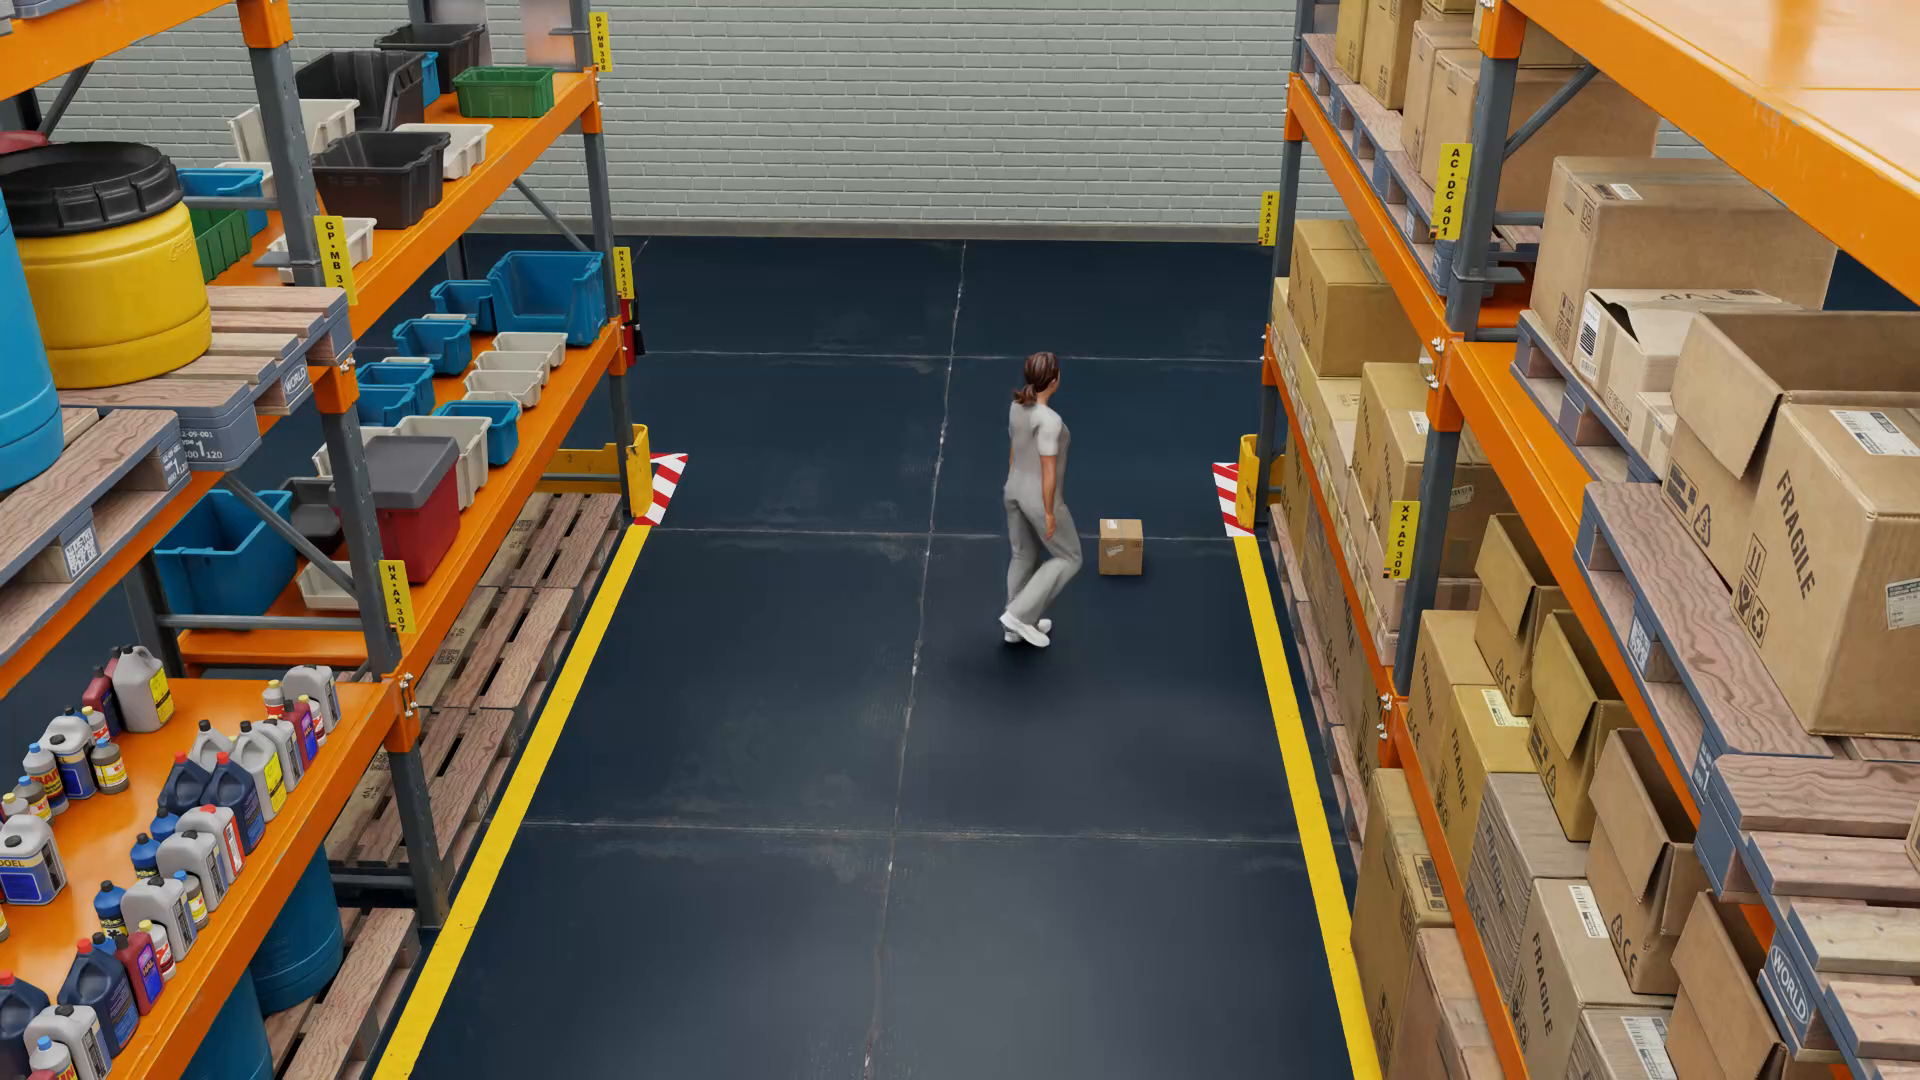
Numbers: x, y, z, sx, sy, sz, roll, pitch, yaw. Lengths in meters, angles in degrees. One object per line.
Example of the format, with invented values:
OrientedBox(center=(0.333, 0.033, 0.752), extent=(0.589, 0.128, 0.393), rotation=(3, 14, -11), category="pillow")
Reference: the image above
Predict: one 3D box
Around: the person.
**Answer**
OrientedBox(center=(0.376, -0.195, 8.962), extent=(0.480, 1.664, 0.510), rotation=(-16, 32, -28), category="person")
